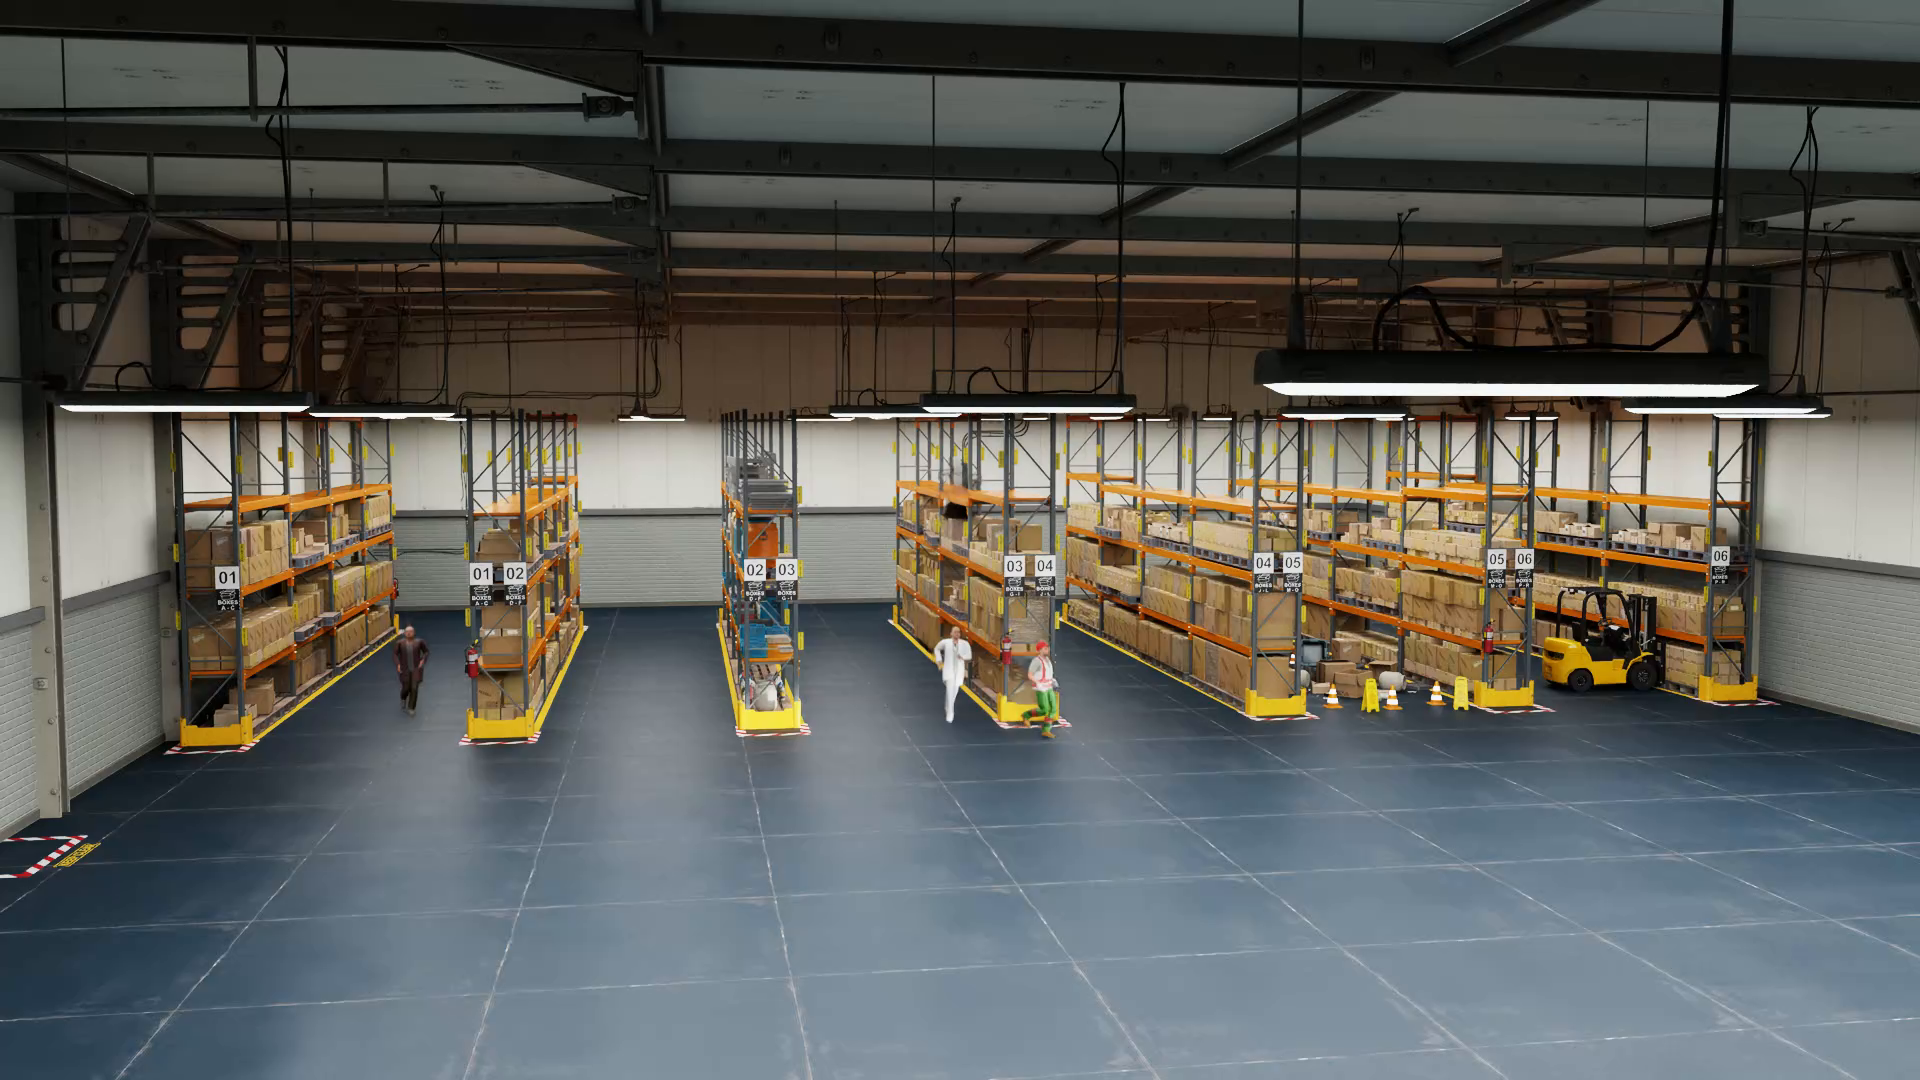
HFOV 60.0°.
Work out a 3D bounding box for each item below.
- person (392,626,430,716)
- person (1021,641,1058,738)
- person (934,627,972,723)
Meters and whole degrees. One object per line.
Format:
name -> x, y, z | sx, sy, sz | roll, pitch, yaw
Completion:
person -> -10.824, 2.571, 32.818 | 0.705, 1.750, 0.687 | -1, 4, -18
person -> 1.487, 2.733, 30.528 | 0.710, 1.759, 0.673 | 3, 5, 35
person -> -0.118, 2.586, 32.295 | 0.666, 1.814, 0.842 | -1, 4, -15
